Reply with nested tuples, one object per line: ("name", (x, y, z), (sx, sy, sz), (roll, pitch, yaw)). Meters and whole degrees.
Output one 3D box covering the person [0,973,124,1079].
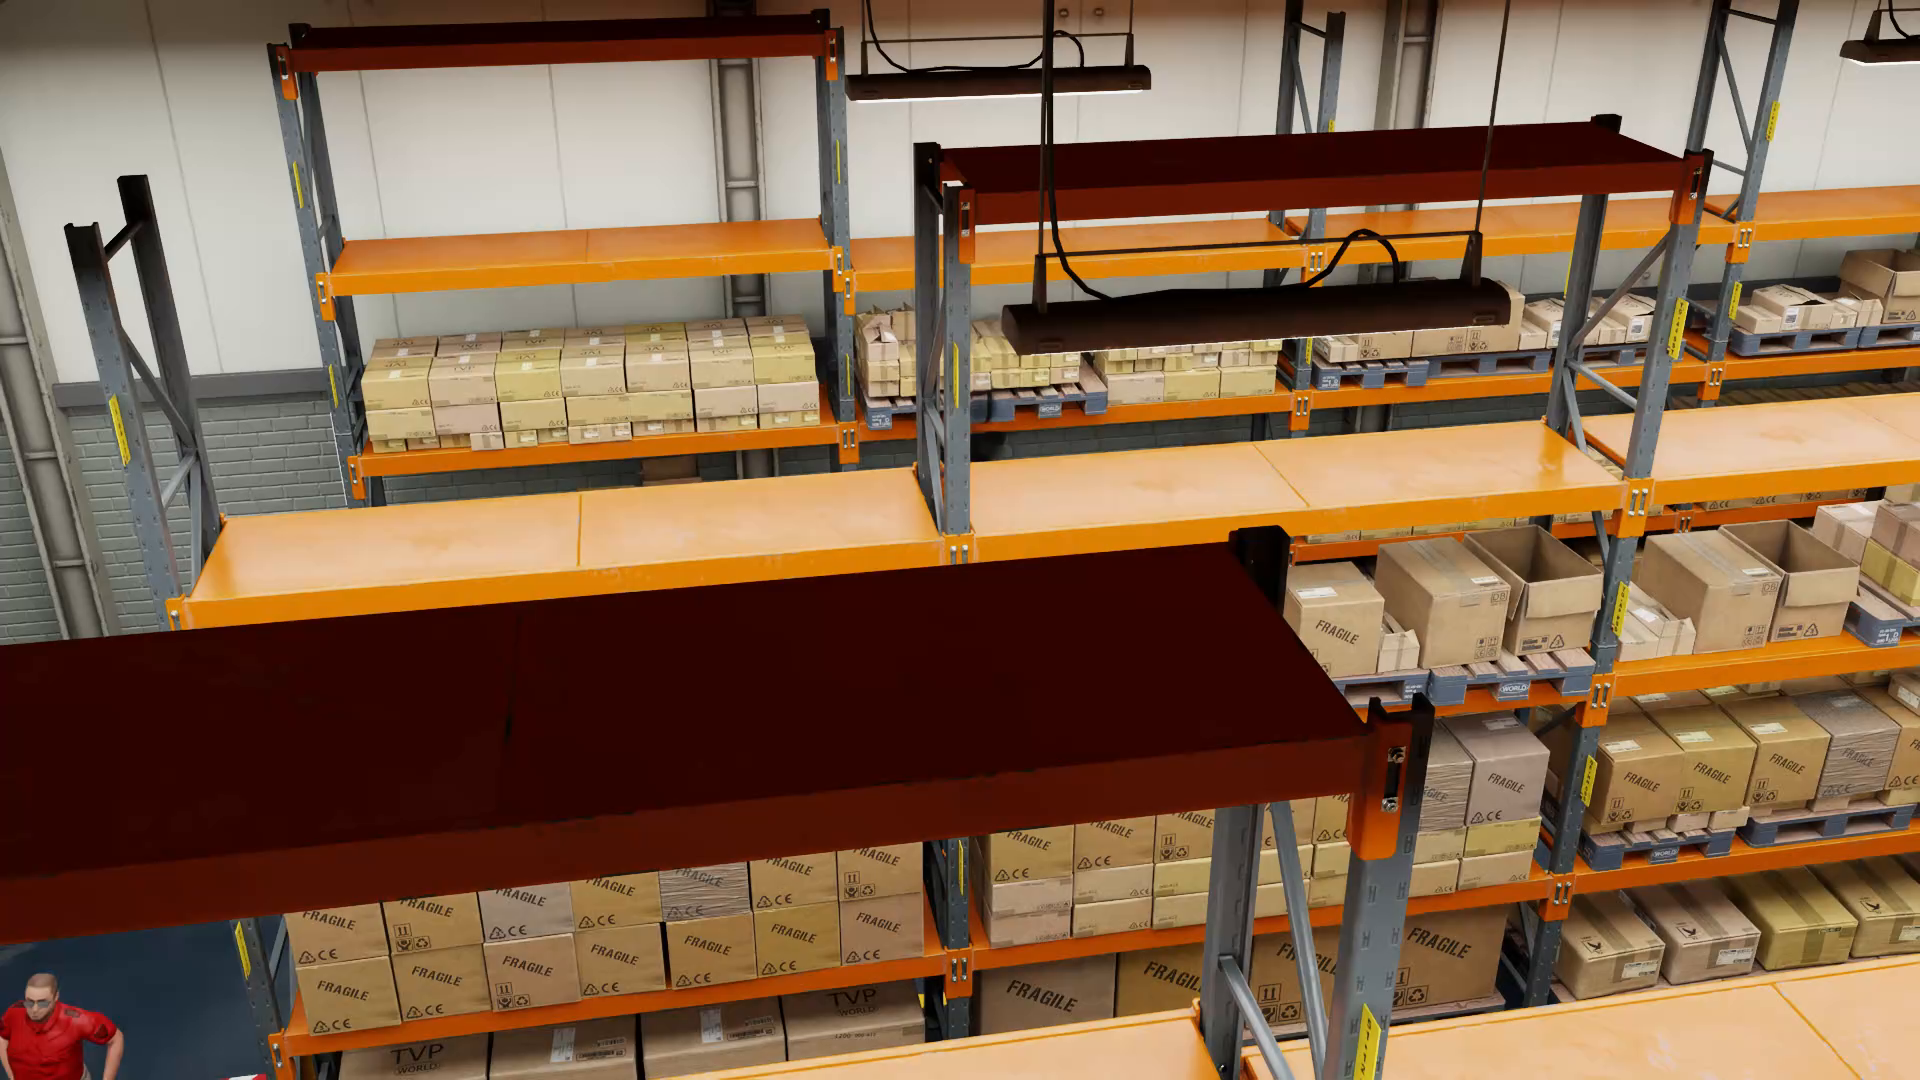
("person", (-5.231, 3.211, 9.682), (0.731, 1.690, 0.894), (3, 26, 7))
